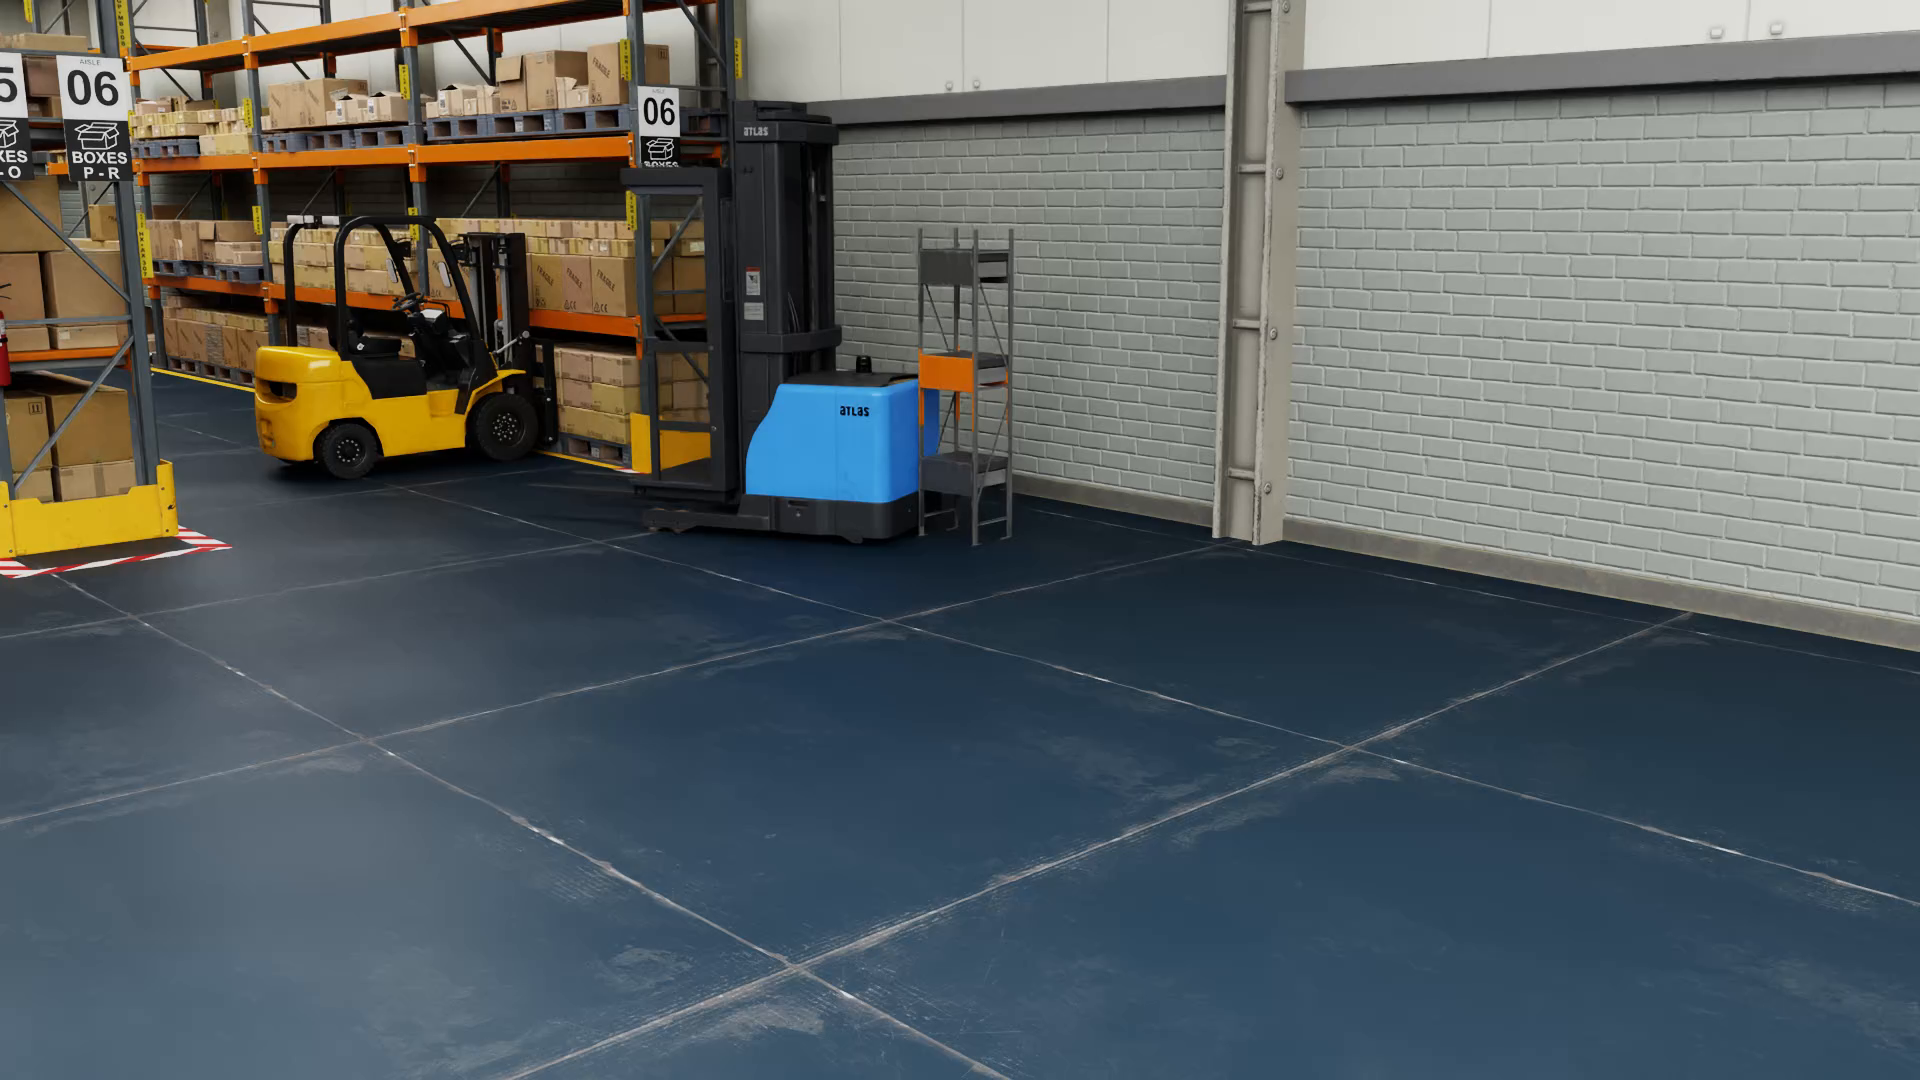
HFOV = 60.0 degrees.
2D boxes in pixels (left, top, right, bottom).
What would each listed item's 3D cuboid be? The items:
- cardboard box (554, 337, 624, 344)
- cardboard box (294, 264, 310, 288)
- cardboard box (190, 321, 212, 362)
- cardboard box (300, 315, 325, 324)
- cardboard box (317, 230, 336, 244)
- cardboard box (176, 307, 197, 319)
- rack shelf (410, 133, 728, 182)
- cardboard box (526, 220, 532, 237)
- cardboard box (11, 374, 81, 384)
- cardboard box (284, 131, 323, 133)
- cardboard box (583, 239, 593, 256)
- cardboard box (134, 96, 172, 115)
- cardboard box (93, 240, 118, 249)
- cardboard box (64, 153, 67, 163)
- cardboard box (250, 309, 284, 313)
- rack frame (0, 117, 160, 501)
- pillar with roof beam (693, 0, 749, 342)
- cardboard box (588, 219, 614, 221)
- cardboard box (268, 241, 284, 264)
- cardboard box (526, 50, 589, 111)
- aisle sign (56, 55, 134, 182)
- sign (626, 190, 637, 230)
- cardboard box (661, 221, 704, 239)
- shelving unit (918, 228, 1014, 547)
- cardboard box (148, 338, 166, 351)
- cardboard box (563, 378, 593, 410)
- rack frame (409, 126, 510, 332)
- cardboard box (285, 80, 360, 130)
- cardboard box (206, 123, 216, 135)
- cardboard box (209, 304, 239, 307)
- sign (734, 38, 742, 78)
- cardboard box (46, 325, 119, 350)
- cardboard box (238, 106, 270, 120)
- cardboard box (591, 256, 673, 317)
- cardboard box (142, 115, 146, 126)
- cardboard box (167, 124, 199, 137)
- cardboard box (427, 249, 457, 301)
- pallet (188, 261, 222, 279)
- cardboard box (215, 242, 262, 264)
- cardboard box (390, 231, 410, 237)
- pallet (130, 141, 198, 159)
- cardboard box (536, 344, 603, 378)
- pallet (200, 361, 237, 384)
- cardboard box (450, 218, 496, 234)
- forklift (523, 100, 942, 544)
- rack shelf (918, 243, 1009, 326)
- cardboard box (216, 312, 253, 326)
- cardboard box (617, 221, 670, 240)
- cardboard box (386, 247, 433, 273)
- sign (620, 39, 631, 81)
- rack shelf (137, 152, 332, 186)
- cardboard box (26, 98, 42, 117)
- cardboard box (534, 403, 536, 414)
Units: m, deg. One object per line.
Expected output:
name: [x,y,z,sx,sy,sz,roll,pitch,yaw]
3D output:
cardboard box: [-3.555,-1.799,16.004,0.500,0.250,0.500,-11,16,-44]
cardboard box: [-7.377,-3.052,19.164,0.500,0.250,0.500,-11,16,-44]
cardboard box: [-9.725,-2.612,21.809,0.500,0.500,0.500,11,16,43]
cardboard box: [-7.985,-2.717,20.712,0.380,0.149,0.250,-10,15,-40]
cardboard box: [-6.944,-3.391,18.580,0.380,0.149,0.250,-10,16,-41]
cardboard box: [-10.310,-3.062,22.388,0.250,0.149,0.380,11,16,44]
rack shelf: [-3.707,-3.540,15.507,1.077,0.370,4.000,-11,16,-43]
cardboard box: [-3.789,-2.889,15.409,0.380,0.149,0.250,-11,16,-42]
cardboard box: [-6.991,-0.975,12.623,0.500,0.500,0.500,-10,16,-41]
cardboard box: [-7.930,-4.976,20.080,0.380,0.149,0.250,-11,16,-42]
cardboard box: [-3.100,-2.589,14.688,0.380,0.149,0.250,-11,16,-42]
cardboard box: [-10.657,-5.739,21.970,0.396,0.266,0.258,-11,16,-43]
cardboard box: [-12.187,-4.216,24.075,0.500,0.250,0.500,11,16,44]
cardboard box: [-13.123,-5.699,24.826,0.380,0.149,0.250,-11,16,-42]
cardboard box: [-9.072,-2.944,21.812,0.250,0.149,0.380,11,16,43]
rack frame: [-5.913,-1.439,10.961,1.000,3.000,0.127,-11,16,-43]
pillar with roof beam: [-5.268,-4.697,11.906,9.100,9.000,0.400,-11,16,-43]
cardboard box: [-3.450,-2.952,15.713,0.380,0.149,0.250,-11,16,-42]
cardboard box: [-7.738,-3.368,19.456,0.500,0.250,0.500,-11,16,-43]
cardboard box: [-3.442,-4.098,14.897,0.700,0.500,0.500,-11,16,-42]
aisle sign: [-5.646,-2.746,10.864,0.394,0.787,0.004,-11,16,-43]
sign: [-2.727,-2.740,13.823,0.100,0.325,0.005,-11,16,-43]
cardboard box: [-2.403,-2.722,14.598,0.380,0.149,0.250,-11,16,-44]
shelving unit: [0.037,-1.047,11.289,0.503,2.100,0.431,10,15,40]
cardboard box: [-11.210,-2.732,23.263,0.250,0.149,0.380,11,16,43]
cardboard box: [-3.226,-1.337,15.001,0.500,0.250,0.500,-11,16,-43]
rack frame: [-5.088,-2.715,17.154,1.000,3.000,0.127,-11,16,-43]
cardboard box: [-7.105,-4.872,18.655,0.700,0.500,0.500,-11,16,-44]
cardboard box: [-9.139,-5.099,20.678,0.380,0.149,0.250,-10,15,-41]
cardboard box: [-10.150,-3.168,22.900,0.250,0.149,0.380,11,16,43]
sign: [-1.920,-4.143,14.293,0.100,0.325,0.005,-11,16,-43]
cardboard box: [-5.998,-1.394,11.367,0.380,0.149,0.250,-11,16,-42]
cardboard box: [-8.301,-5.044,19.673,0.380,0.149,0.250,-10,15,-41]
cardboard box: [-2.855,-2.215,14.482,0.500,0.500,0.500,-11,16,-44]
cardboard box: [-10.488,-5.495,21.813,0.380,0.149,0.250,-11,16,-42]
cardboard box: [-9.818,-5.197,21.103,0.380,0.149,0.250,-10,16,-41]
cardboard box: [-4.970,-2.663,16.653,0.500,0.500,0.500,11,16,44]
pallet: [-9.196,-3.488,21.382,1.003,0.211,1.213,-11,16,-43]
cardboard box: [-8.813,-3.540,20.489,0.500,0.250,0.500,11,16,42]
cardboard box: [-5.806,-3.178,17.550,0.380,0.149,0.250,-11,16,-43]
pallet: [-10.213,-5.154,22.028,1.213,0.211,1.003,-11,16,-43]
cardboard box: [-3.581,-1.649,15.279,0.500,0.250,0.500,-11,16,-42]
pallet: [-9.177,-2.225,21.688,1.003,0.211,1.213,-11,16,-43]
cardboard box: [-4.823,-3.116,16.510,0.380,0.149,0.250,-11,16,-42]
forklift: [-1.700,-1.576,11.799,3.031,2.935,1.130,5,12,21]
rack shelf: [0.037,-1.719,11.150,0.480,0.518,0.431,10,15,40]
cardboard box: [-9.270,-2.832,21.269,0.250,0.149,0.380,11,16,42]
cardboard box: [-2.725,-2.666,14.326,0.380,0.149,0.250,-11,16,-42]
cardboard box: [-5.612,-2.922,17.294,0.500,0.250,0.500,-11,16,-44]
sign: [-2.727,-3.921,13.580,0.100,0.325,0.005,-11,16,-43]
rack shelf: [-9.231,-4.707,21.174,1.077,0.370,4.000,-11,16,-43]
cardboard box: [-6.153,-2.904,11.264,0.250,0.149,0.380,11,16,43]
cardboard box: [-3.929,-1.235,15.747,0.500,0.250,0.500,-10,15,-41]
